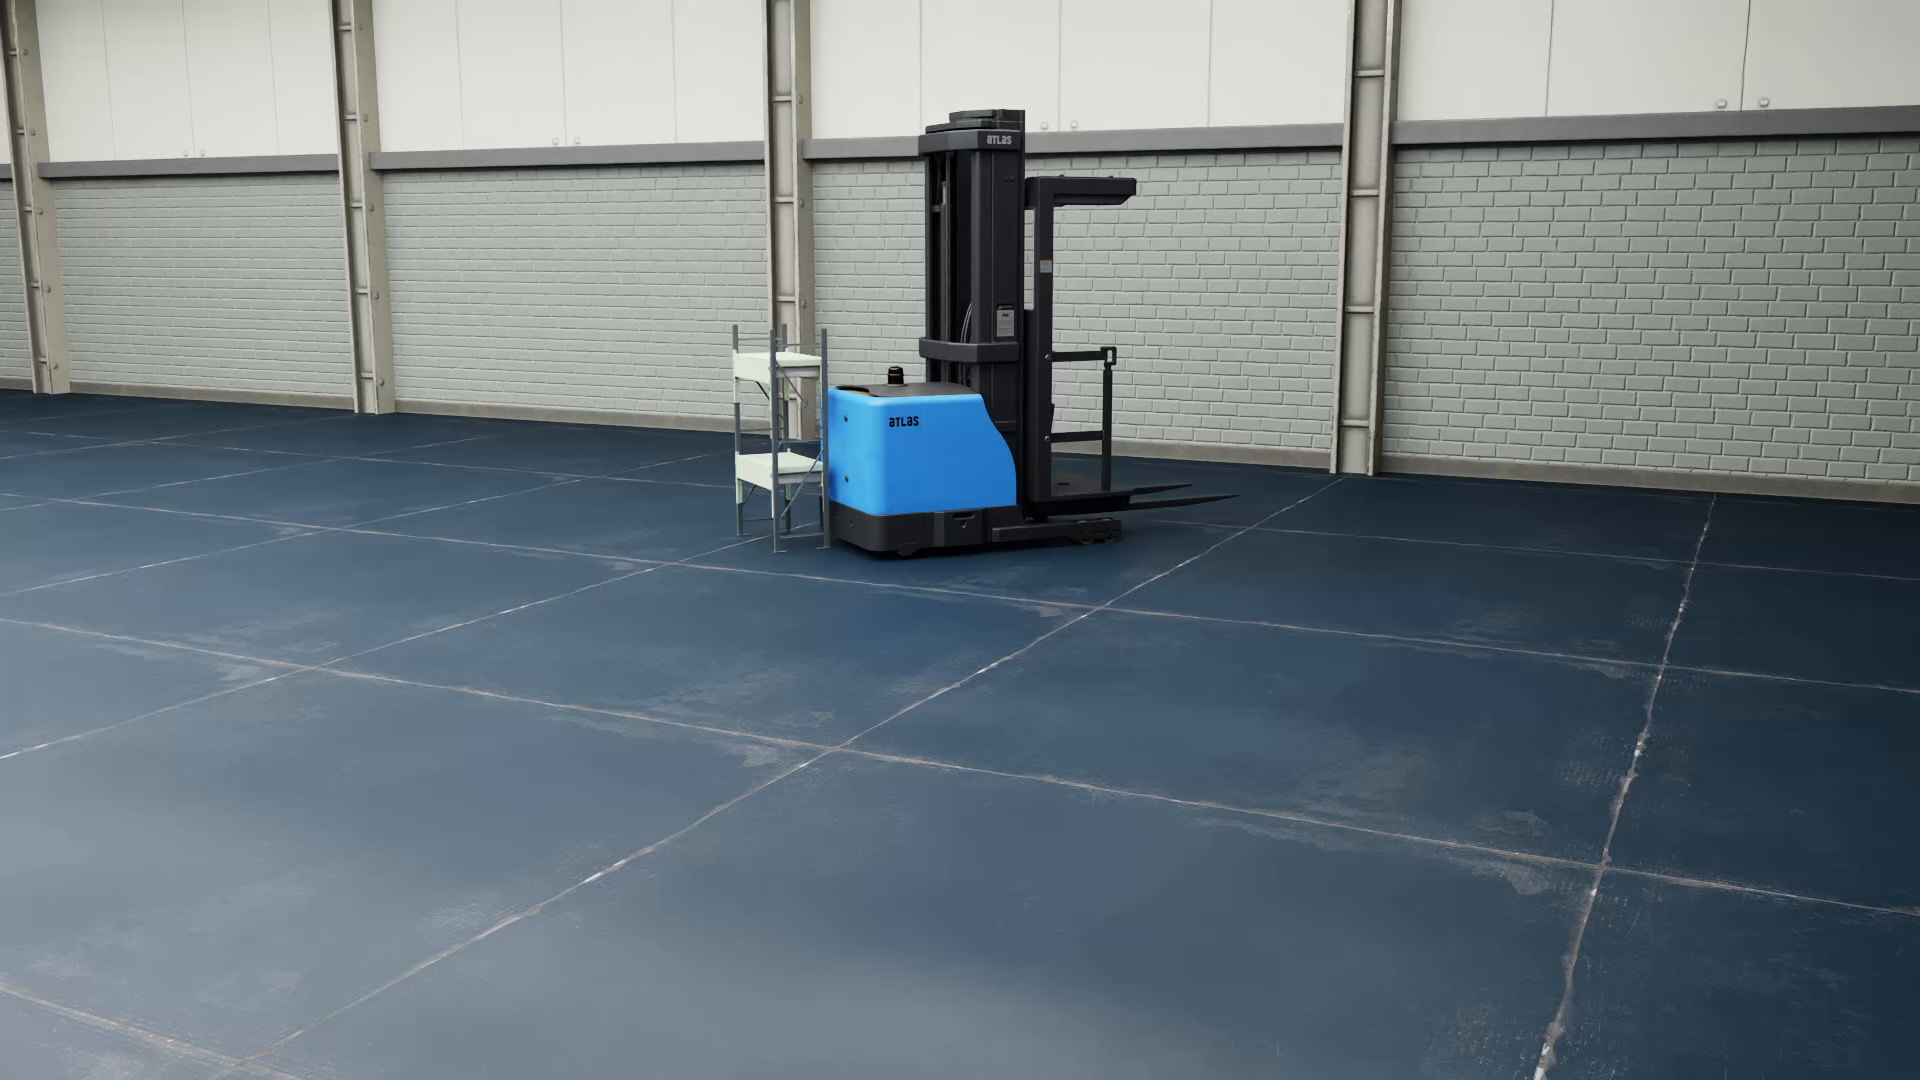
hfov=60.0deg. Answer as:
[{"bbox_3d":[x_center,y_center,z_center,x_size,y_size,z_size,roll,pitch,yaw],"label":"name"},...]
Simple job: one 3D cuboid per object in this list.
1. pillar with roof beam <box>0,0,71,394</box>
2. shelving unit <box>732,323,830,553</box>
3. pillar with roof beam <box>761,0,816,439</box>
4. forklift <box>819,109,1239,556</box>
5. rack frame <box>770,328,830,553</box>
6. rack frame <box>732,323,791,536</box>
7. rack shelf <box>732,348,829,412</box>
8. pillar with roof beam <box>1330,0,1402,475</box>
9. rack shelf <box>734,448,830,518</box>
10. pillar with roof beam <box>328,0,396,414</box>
[{"bbox_3d":[-14.445,-5.778,18.390,0.400,9.000,9.100,5,11,26],"label":"pillar with roof beam"},{"bbox_3d":[-1.242,-0.724,11.517,0.431,1.500,0.755,-5,11,-27],"label":"shelving unit"},{"bbox_3d":[-3.684,-4.833,13.165,0.400,9.000,9.100,5,11,26],"label":"pillar with roof beam"},{"bbox_3d":[0.566,-1.491,11.741,3.031,2.935,1.130,-5,11,-26],"label":"forklift"},{"bbox_3d":[-1.075,-0.666,11.197,0.400,1.500,0.023,-5,11,-27],"label":"rack frame"},{"bbox_3d":[-1.410,-0.782,11.838,0.400,1.500,0.023,-5,11,-27],"label":"rack frame"},{"bbox_3d":[-1.242,-1.108,11.448,0.431,0.370,0.720,-5,11,-27],"label":"rack shelf"},{"bbox_3d":[1.697,-4.360,10.553,0.400,9.000,9.100,5,11,26],"label":"pillar with roof beam"},{"bbox_3d":[-1.243,-0.403,11.575,0.431,0.370,0.720,-5,11,-27],"label":"rack shelf"},{"bbox_3d":[-9.064,-5.306,15.778,0.400,9.000,9.100,5,11,26],"label":"pillar with roof beam"}]
